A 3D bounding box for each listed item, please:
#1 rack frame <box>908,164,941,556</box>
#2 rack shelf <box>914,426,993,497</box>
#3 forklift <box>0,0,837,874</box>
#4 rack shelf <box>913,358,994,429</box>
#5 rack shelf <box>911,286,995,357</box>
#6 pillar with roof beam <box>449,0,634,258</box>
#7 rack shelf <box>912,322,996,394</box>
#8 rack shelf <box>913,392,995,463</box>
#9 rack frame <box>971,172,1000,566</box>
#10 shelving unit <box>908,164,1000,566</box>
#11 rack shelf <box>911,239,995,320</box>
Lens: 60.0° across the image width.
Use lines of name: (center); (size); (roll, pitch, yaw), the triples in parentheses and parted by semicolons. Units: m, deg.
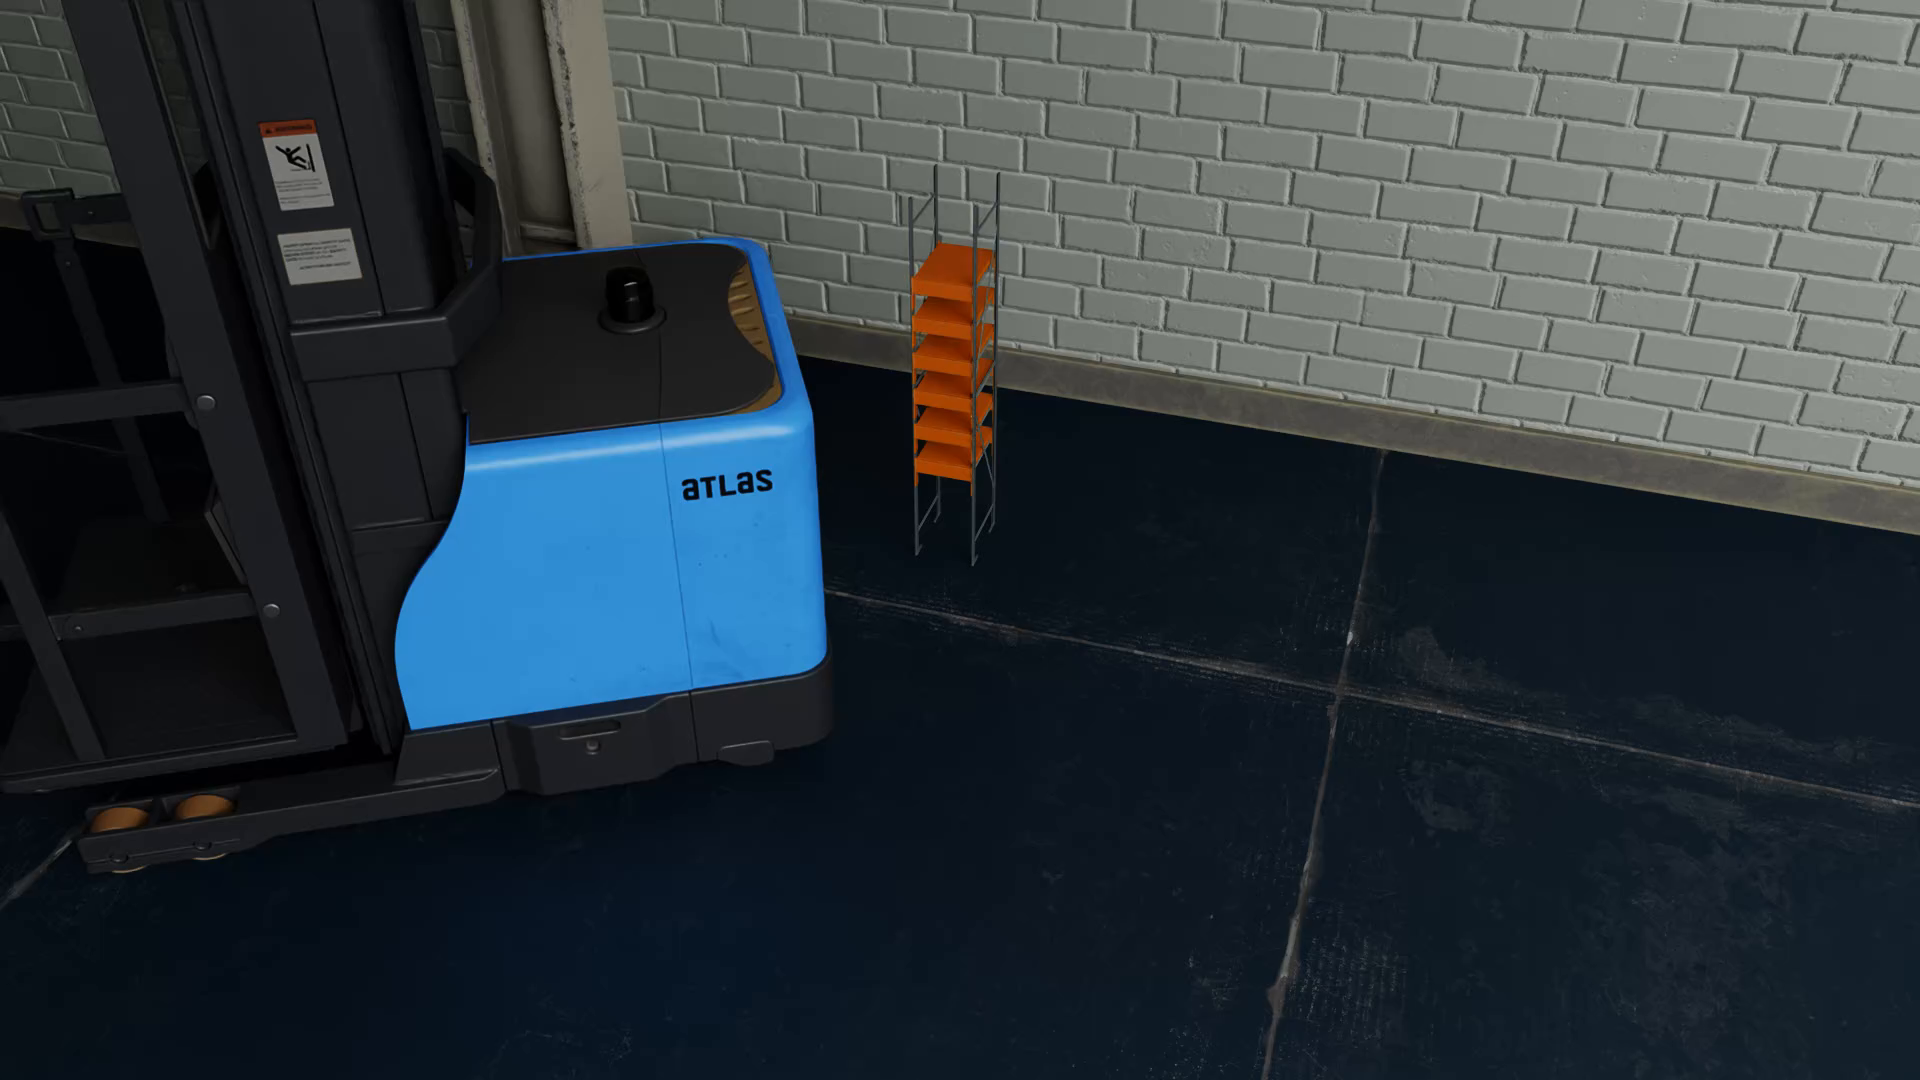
rack frame: (-0.101, -0.502, 4.920); (0.006, 1.200, 0.240); (10, 38, 14)
rack shelf: (-0.014, -0.257, 5.066); (0.180, 0.103, 0.258); (10, 38, 14)
forklift: (-1.905, -0.699, 3.727); (3.031, 2.935, 1.130); (-8, 37, -10)
rack shelf: (-0.014, -0.450, 4.924); (0.180, 0.103, 0.258); (10, 38, 14)
rack shelf: (-0.014, -0.643, 4.782); (0.180, 0.103, 0.258); (10, 38, 14)
pillar with roof beam: (-2.728, -1.961, 0.323); (0.400, 9.000, 9.100); (10, 38, 14)
rack shelf: (-0.014, -0.547, 4.853); (0.180, 0.103, 0.258); (10, 38, 14)
rack shelf: (-0.014, -0.353, 4.995); (0.180, 0.103, 0.258); (10, 38, 14)
rack frame: (0.074, -0.470, 4.876); (0.006, 1.200, 0.240); (10, 38, 14)
shelving unit: (-0.014, -0.486, 4.898); (0.189, 1.200, 0.258); (10, 38, 14)
rack shelf: (-0.014, -0.740, 4.711); (0.180, 0.103, 0.258); (10, 38, 14)
